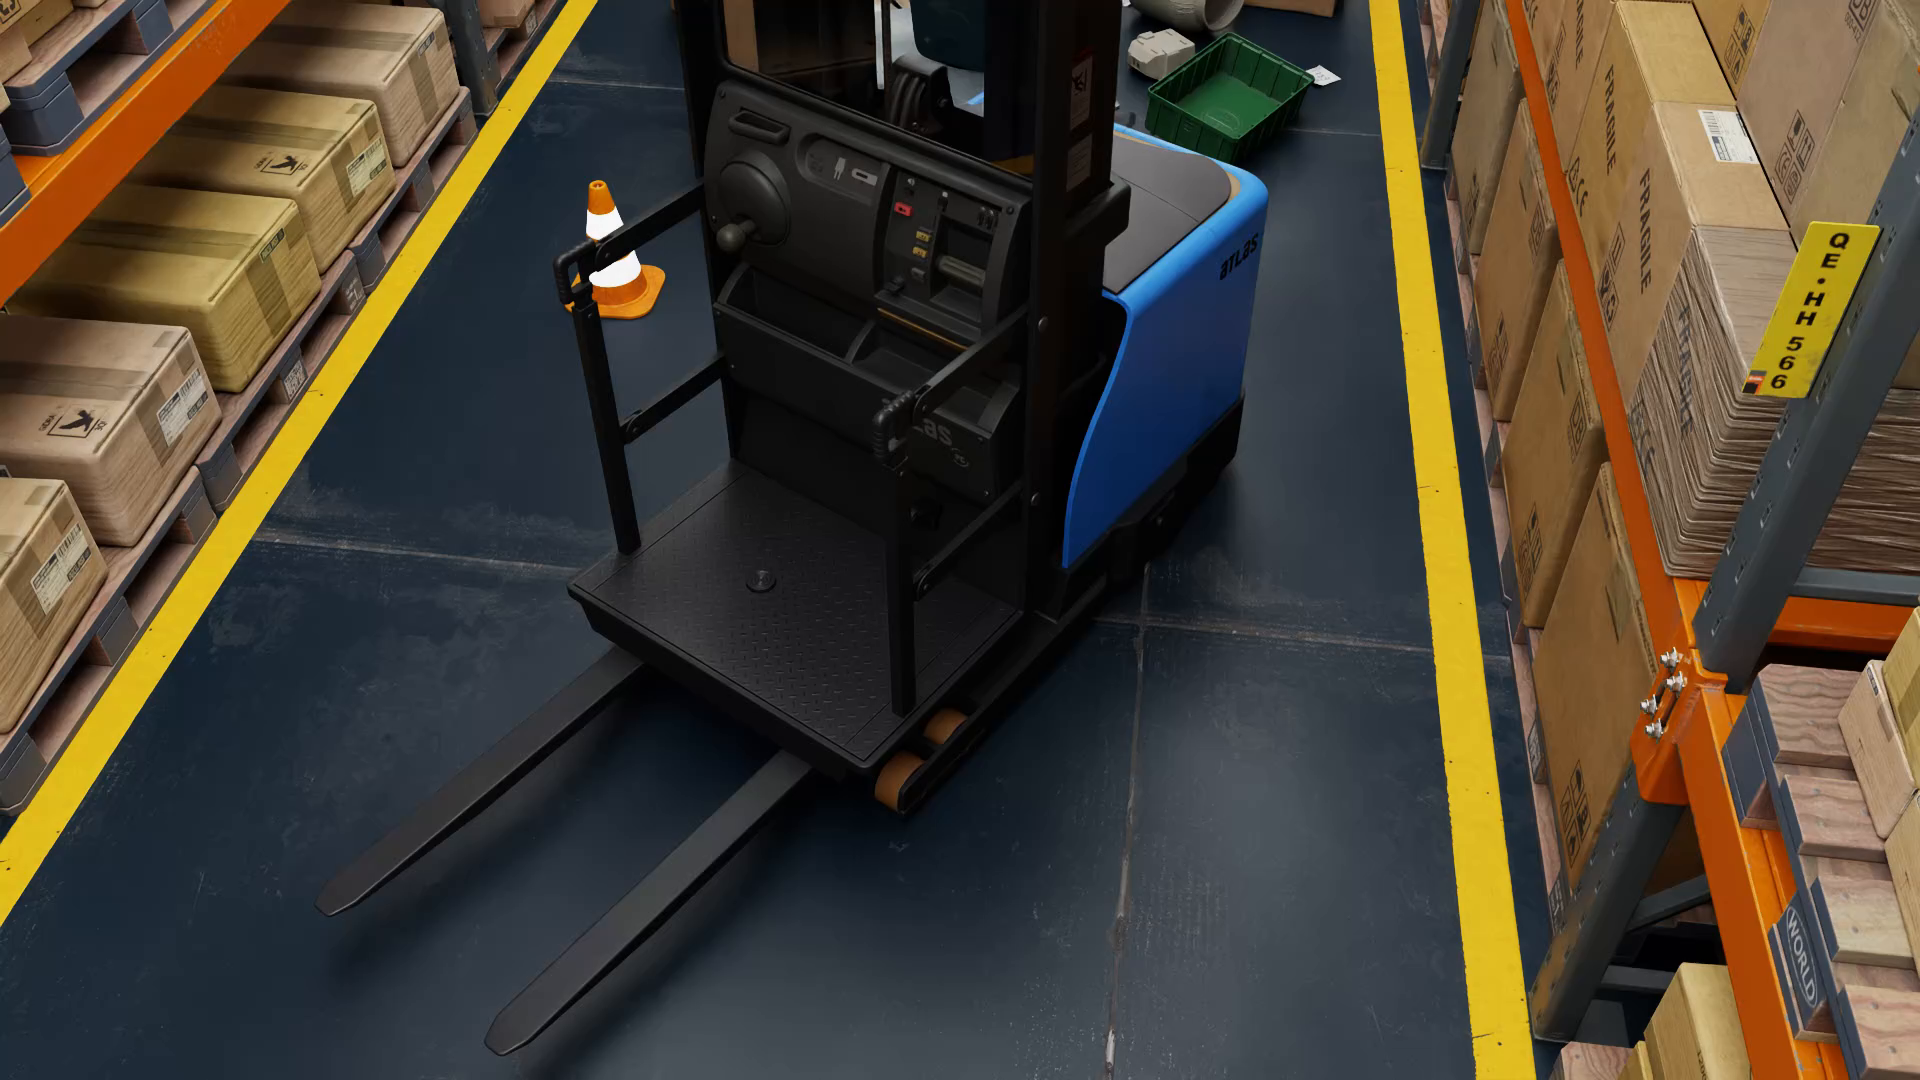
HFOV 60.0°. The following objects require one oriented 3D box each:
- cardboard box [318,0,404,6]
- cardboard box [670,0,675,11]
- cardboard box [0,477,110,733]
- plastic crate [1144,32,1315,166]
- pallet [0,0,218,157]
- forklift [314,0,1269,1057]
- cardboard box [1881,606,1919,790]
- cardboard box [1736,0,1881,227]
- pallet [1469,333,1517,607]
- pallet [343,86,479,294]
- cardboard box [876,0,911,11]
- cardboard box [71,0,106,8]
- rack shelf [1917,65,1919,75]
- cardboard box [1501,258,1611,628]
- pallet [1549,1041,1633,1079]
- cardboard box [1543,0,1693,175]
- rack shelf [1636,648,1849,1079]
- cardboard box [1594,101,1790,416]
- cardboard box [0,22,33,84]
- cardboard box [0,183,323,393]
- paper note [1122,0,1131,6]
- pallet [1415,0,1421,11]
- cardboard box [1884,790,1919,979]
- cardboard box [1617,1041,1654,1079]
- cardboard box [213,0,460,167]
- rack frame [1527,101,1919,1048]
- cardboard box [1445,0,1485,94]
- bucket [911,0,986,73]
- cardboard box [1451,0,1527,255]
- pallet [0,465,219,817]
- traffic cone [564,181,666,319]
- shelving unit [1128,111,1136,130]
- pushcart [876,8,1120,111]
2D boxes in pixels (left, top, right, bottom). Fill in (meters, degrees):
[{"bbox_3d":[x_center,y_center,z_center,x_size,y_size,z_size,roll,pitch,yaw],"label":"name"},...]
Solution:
[{"bbox_3d":[-2.703,-2.574,7.481,0.500,0.250,0.500,7,44,7],"label":"cardboard box"},{"bbox_3d":[-1.024,-2.692,7.728,0.500,0.500,0.500,-32,52,-29],"label":"cardboard box"},{"bbox_3d":[-2.959,0.151,4.515,0.950,0.372,0.625,3,43,3],"label":"cardboard box"},{"bbox_3d":[1.130,-1.849,7.024,0.450,0.188,0.662,35,53,18],"label":"plastic crate"},{"bbox_3d":[-2.823,-1.550,4.845,1.003,0.211,1.213,5,44,6],"label":"pallet"},{"bbox_3d":[-0.379,-0.719,3.877,1.130,2.935,3.031,27,50,26],"label":"forklift"},{"bbox_3d":[1.613,0.256,2.459,0.380,0.149,0.250,7,44,7],"label":"cardboard box"},{"bbox_3d":[2.011,-0.935,3.256,0.700,0.500,0.500,5,44,5],"label":"cardboard box"},{"bbox_3d":[2.219,-0.232,5.342,1.003,0.211,1.213,5,44,6],"label":"pallet"},{"bbox_3d":[-2.616,-1.449,6.627,1.003,0.211,1.213,5,44,6],"label":"pallet"},{"bbox_3d":[-0.280,-2.360,7.549,0.258,0.266,0.396,-24,48,-23],"label":"cardboard box"},{"bbox_3d":[-2.555,-1.630,4.667,0.380,0.149,0.250,7,44,7],"label":"cardboard box"},{"bbox_3d":[2.141,-2.077,3.603,1.077,0.370,4.000,5,44,6],"label":"rack shelf"},{"bbox_3d":[2.158,-0.224,4.636,1.050,0.750,0.750,6,44,6],"label":"cardboard box"},{"bbox_3d":[1.772,1.659,3.344,1.003,0.211,1.213,5,44,6],"label":"pallet"},{"bbox_3d":[1.867,-1.283,4.351,0.500,0.500,0.500,6,44,6],"label":"cardboard box"},{"bbox_3d":[1.612,1.739,1.755,1.077,0.370,4.000,5,44,6],"label":"rack shelf"},{"bbox_3d":[1.737,-0.593,3.622,0.500,0.500,0.500,5,44,6],"label":"cardboard box"},{"bbox_3d":[-2.652,-1.261,4.278,0.380,0.149,0.250,8,44,8],"label":"cardboard box"},{"bbox_3d":[-2.764,-0.869,5.592,0.950,0.372,0.625,7,44,7],"label":"cardboard box"},{"bbox_3d":[0.771,-2.622,8.003,0.172,0.023,0.155,20,47,20],"label":"paper note"},{"bbox_3d":[2.742,-2.944,8.206,1.003,0.211,1.213,5,44,6],"label":"pallet"},{"bbox_3d":[1.581,0.523,2.394,0.380,0.149,0.250,7,44,8],"label":"cardboard box"},{"bbox_3d":[1.530,1.329,3.178,0.500,0.500,0.500,4,44,4],"label":"cardboard box"},{"bbox_3d":[-2.582,-1.833,6.610,0.950,0.372,0.625,6,44,6],"label":"cardboard box"},{"bbox_3d":[1.876,0.114,2.947,1.000,3.000,0.127,5,44,6],"label":"rack frame"},{"bbox_3d":[2.558,-2.415,6.859,0.875,0.875,0.875,6,44,6],"label":"cardboard box"},{"bbox_3d":[0.138,-2.277,6.749,0.726,0.611,0.620,20,57,20],"label":"bucket"},{"bbox_3d":[2.412,-1.516,6.000,1.050,0.750,0.750,5,44,5],"label":"cardboard box"},{"bbox_3d":[-2.939,0.214,4.871,1.003,0.211,1.213,5,44,6],"label":"pallet"},{"bbox_3d":[-1.291,-1.099,6.074,0.336,0.463,0.334,5,44,6],"label":"traffic cone"},{"bbox_3d":[0.385,-1.038,5.678,0.258,0.900,0.210,27,43,26],"label":"shelving unit"},{"bbox_3d":[-0.248,-1.867,6.948,1.648,0.377,0.936,-9,44,-9],"label":"pushcart"}]
